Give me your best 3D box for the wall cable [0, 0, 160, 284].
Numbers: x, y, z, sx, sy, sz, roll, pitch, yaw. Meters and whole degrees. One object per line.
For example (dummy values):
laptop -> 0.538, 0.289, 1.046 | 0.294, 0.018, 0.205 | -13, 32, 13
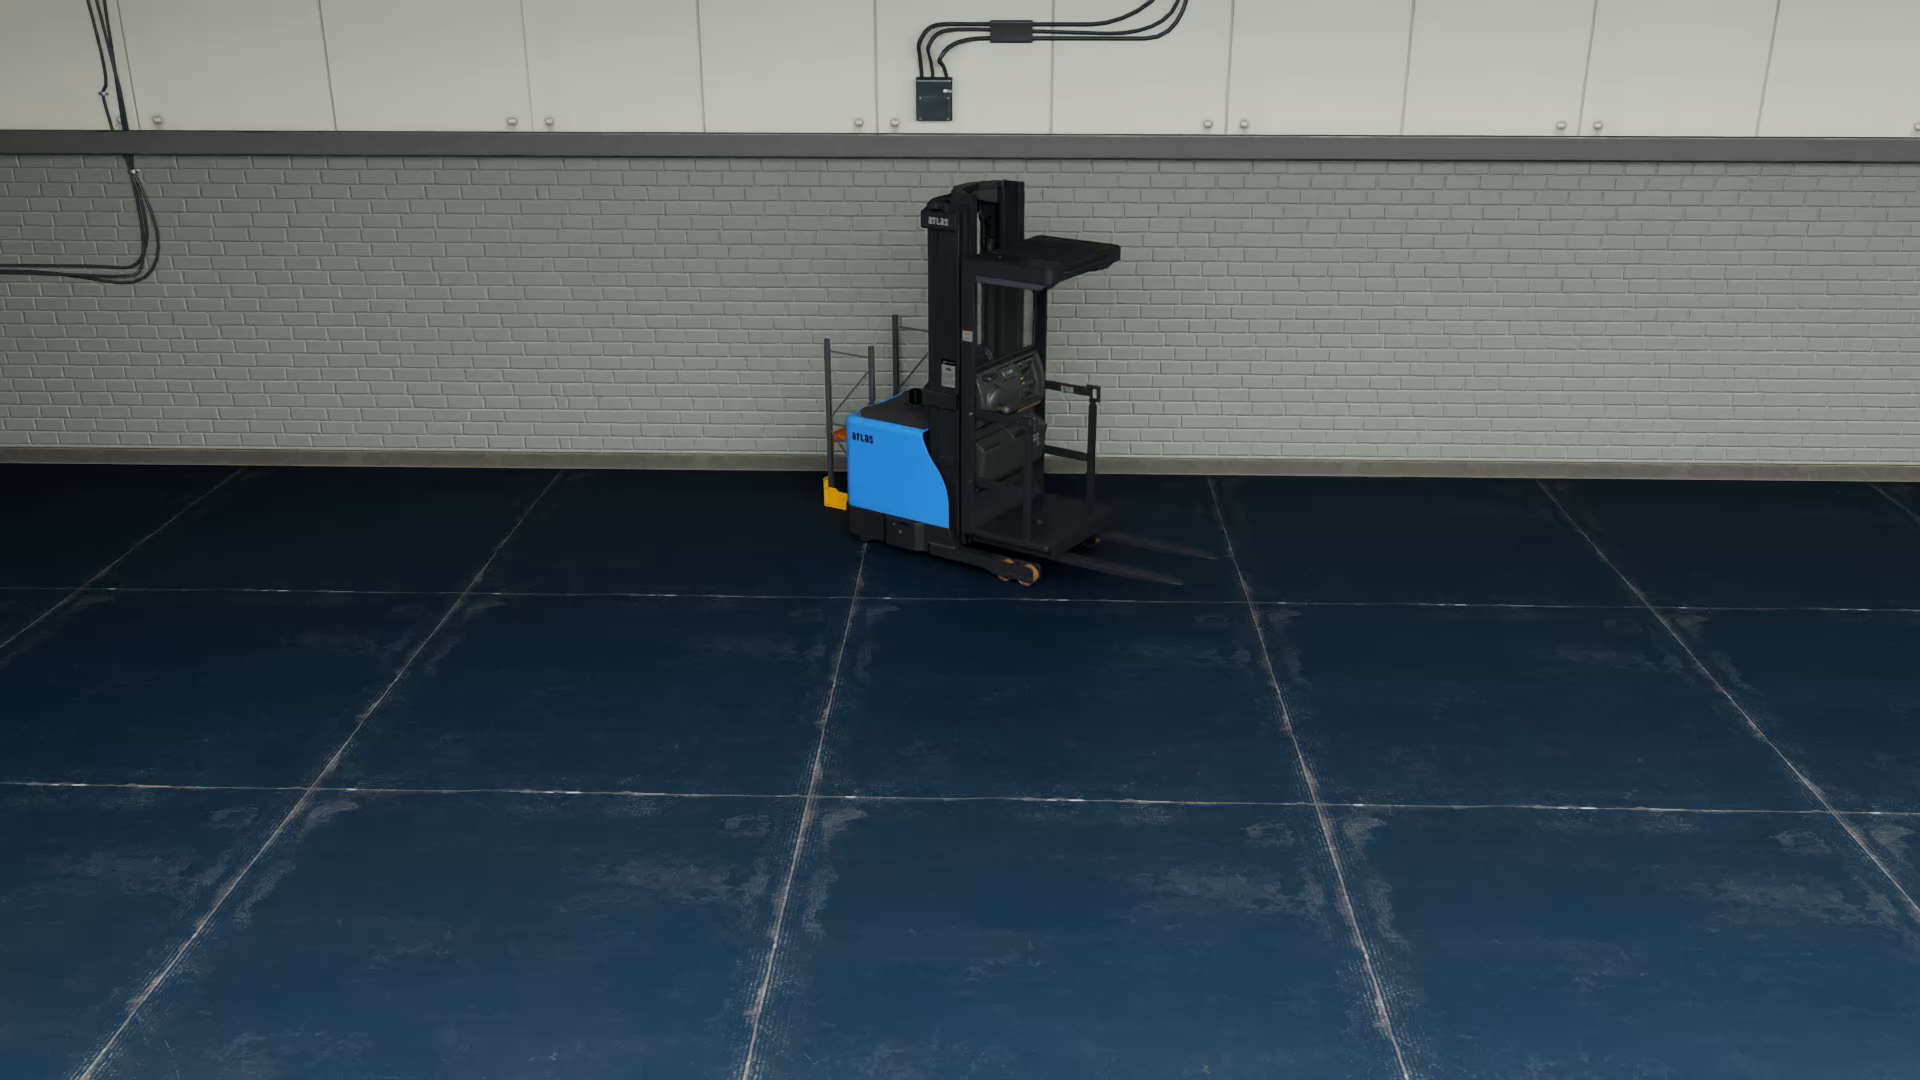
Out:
wall cable -> -8.708, -3.460, 14.592 | 3.097, 2.526, 0.112 | 1, 21, 2

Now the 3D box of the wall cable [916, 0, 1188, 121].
wall cable -> 0.780, -6.383, 13.132 | 2.305, 6.003, 0.169 | 1, 21, 2

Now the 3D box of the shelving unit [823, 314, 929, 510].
shelving unit -> -0.665, -1.111, 14.613 | 0.587, 1.500, 1.083 | 13, 25, 30

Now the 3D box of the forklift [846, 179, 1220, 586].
forklift -> 0.568, -1.230, 12.942 | 3.031, 2.935, 1.130 | 13, 25, 31

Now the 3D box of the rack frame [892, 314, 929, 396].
rack frame -> -0.387, -1.269, 15.020 | 0.500, 1.500, 0.032 | 13, 25, 30

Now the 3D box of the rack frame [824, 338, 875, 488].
rack frame -> -0.933, -0.959, 14.220 | 0.500, 1.500, 0.032 | 13, 25, 30

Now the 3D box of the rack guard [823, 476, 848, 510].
rack guard -> -0.932, -0.376, 14.447 | 0.587, 0.250, 0.087 | 13, 25, 30

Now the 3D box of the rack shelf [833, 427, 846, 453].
rack shelf -> -0.660, -0.946, 14.685 | 0.538, 0.185, 1.000 | 13, 25, 30
